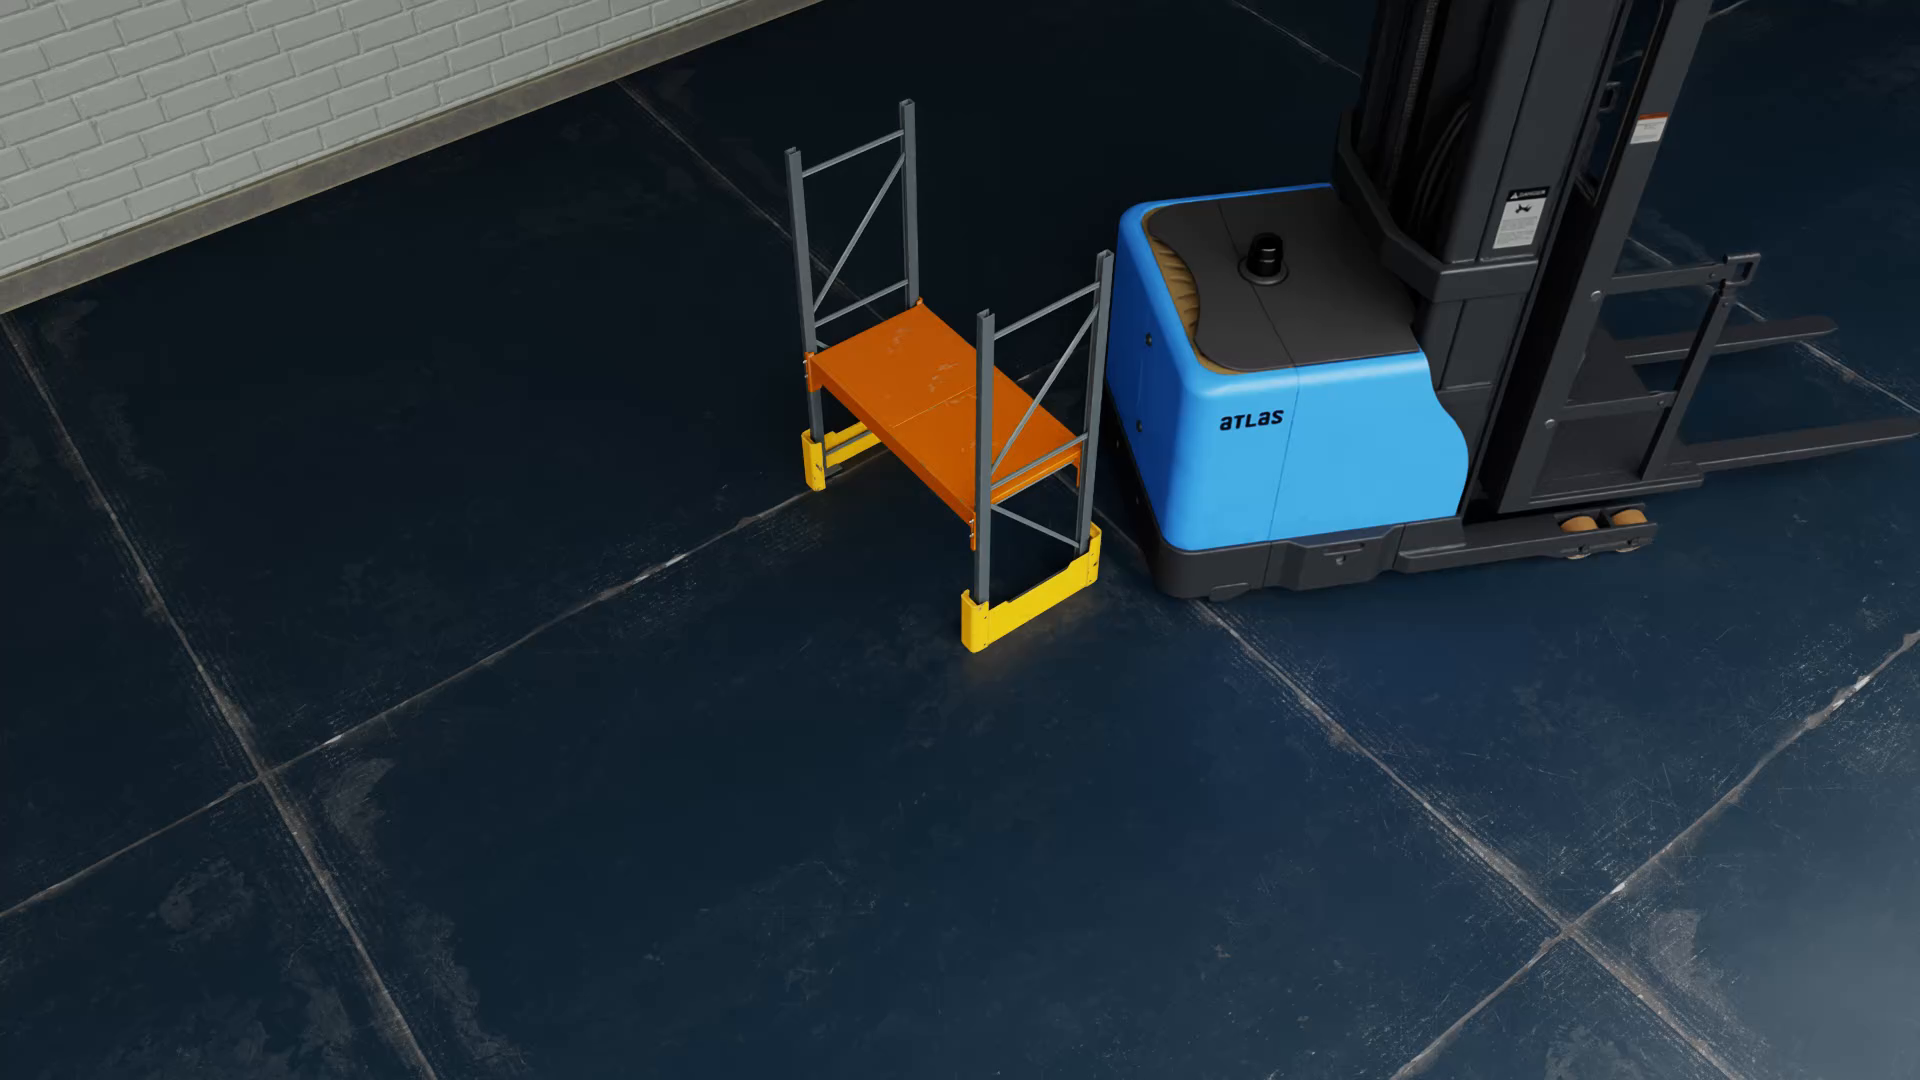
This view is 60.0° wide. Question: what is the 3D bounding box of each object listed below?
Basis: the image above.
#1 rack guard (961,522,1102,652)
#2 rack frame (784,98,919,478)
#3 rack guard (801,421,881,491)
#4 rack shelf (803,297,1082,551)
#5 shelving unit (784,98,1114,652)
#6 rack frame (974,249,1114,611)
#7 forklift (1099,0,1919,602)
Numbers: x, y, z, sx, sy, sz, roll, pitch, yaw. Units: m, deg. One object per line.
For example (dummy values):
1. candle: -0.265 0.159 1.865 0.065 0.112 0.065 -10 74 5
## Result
1. rack guard: 0.255 0.165 5.932 0.587 0.250 0.087 -29 54 -24
2. rack frame: -0.359 -0.854 6.012 0.500 1.500 0.032 -29 54 -24
3. rack guard: -0.348 -0.423 6.464 0.587 0.250 0.087 -29 54 -24
4. rack shelf: -0.052 -0.433 5.873 0.538 0.185 1.000 -29 54 -24
5. shelving unit: -0.046 -0.549 5.735 0.587 1.500 1.083 -29 54 -24
6. rack frame: 0.256 -0.254 5.468 0.500 1.500 0.032 -29 54 -24
7. forklift: 2.115 -1.294 5.445 3.031 2.935 1.130 -8 48 -7
